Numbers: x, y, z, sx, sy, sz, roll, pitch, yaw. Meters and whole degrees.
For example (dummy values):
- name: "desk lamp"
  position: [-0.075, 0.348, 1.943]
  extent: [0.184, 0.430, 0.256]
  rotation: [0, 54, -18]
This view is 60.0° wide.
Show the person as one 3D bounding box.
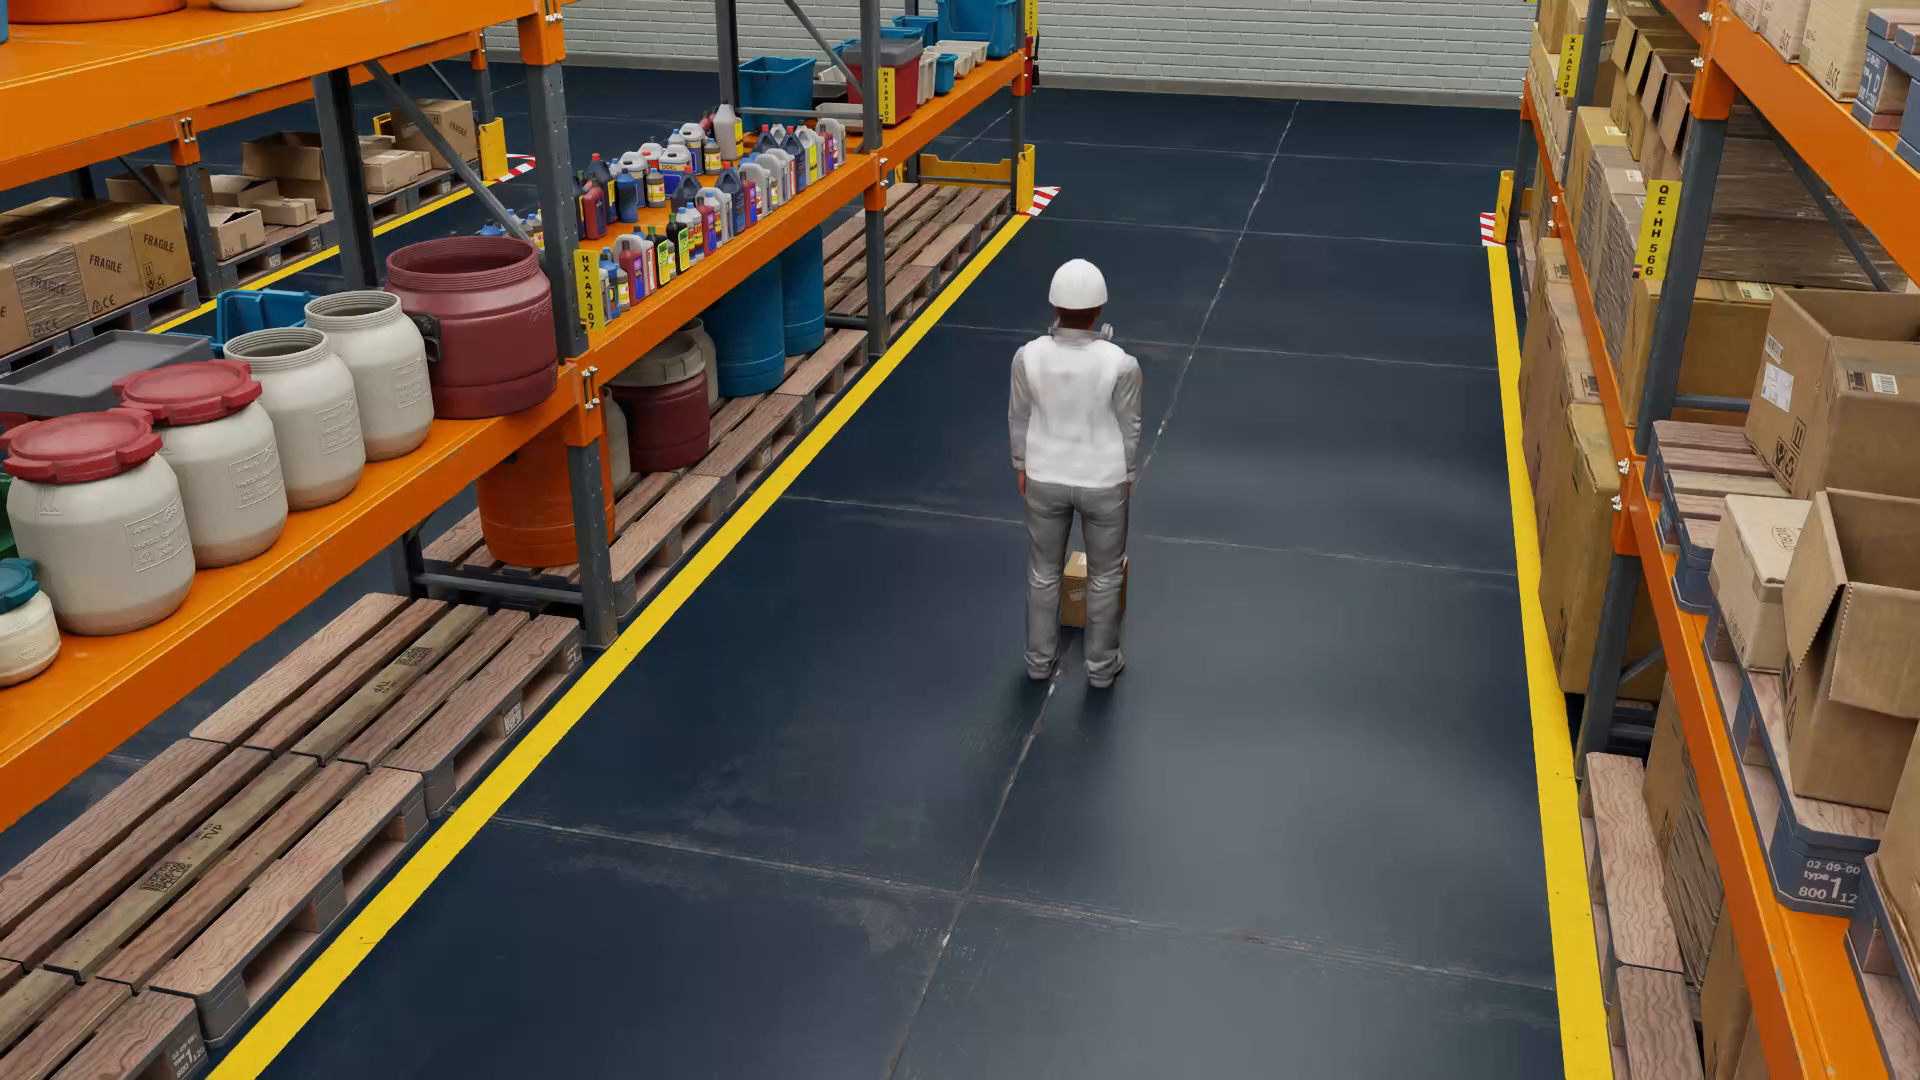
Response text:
- name: "person"
  position: [0.453, -0.257, 6.636]
  extent: [0.532, 1.764, 0.360]
  rotation: [7, 26, 14]
